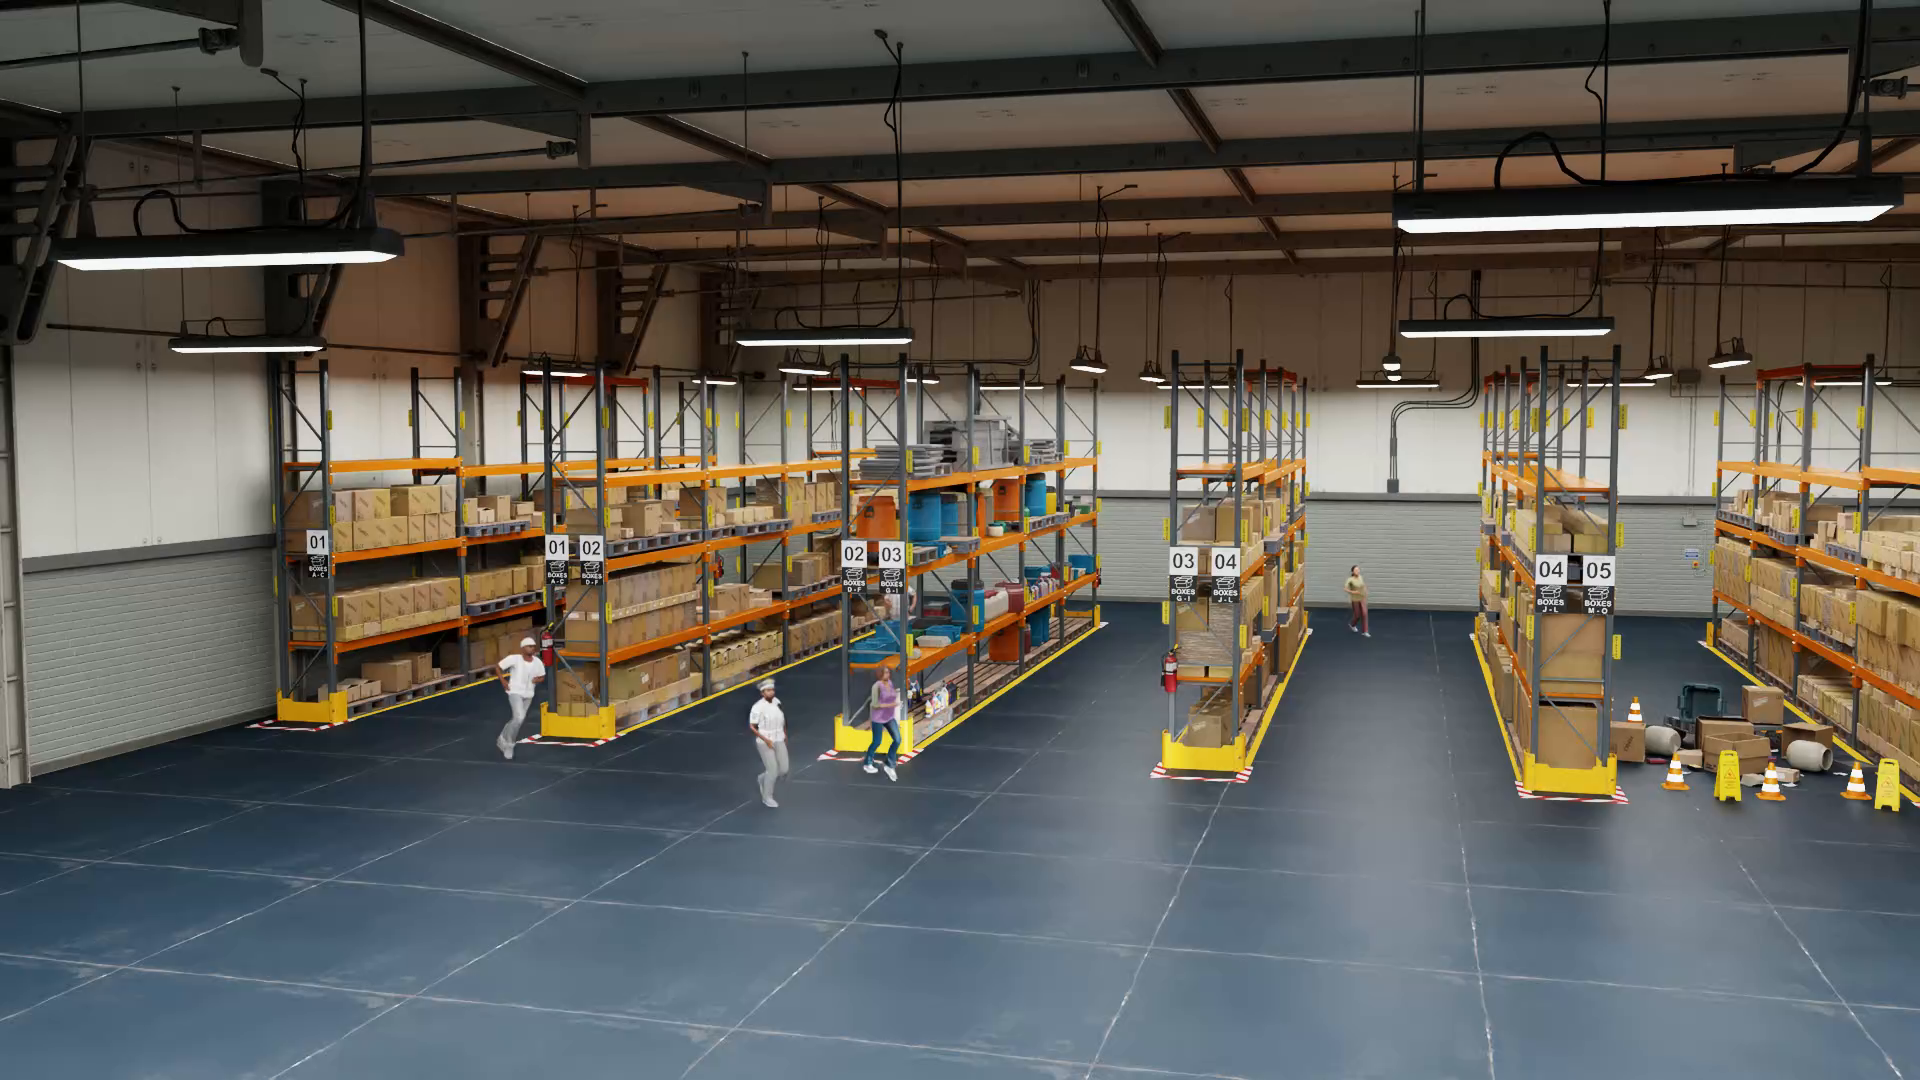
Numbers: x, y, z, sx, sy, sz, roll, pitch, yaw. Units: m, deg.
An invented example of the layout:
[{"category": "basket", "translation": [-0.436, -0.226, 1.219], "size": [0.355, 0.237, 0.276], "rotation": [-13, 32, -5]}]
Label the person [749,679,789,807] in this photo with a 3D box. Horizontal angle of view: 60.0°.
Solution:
[{"category": "person", "translation": [-2.474, 2.626, 21.642], "size": [0.497, 1.669, 0.579], "rotation": [4, 6, 45]}]

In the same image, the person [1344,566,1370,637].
[{"category": "person", "translation": [9.211, 1.411, 38.696], "size": [0.611, 1.641, 0.869], "rotation": [-1, 4, -16]}]

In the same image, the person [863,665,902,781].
[{"category": "person", "translation": [-1.087, 2.535, 23.197], "size": [0.466, 1.620, 0.732], "rotation": [-4, 5, -42]}]

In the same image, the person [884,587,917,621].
[{"category": "person", "translation": [-1.303, 1.592, 35.570], "size": [0.671, 1.801, 0.720], "rotation": [1, 4, 14]}]

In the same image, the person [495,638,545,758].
[{"category": "person", "translation": [-6.616, 2.357, 25.006], "size": [0.676, 1.795, 0.740], "rotation": [4, 6, 42]}]
